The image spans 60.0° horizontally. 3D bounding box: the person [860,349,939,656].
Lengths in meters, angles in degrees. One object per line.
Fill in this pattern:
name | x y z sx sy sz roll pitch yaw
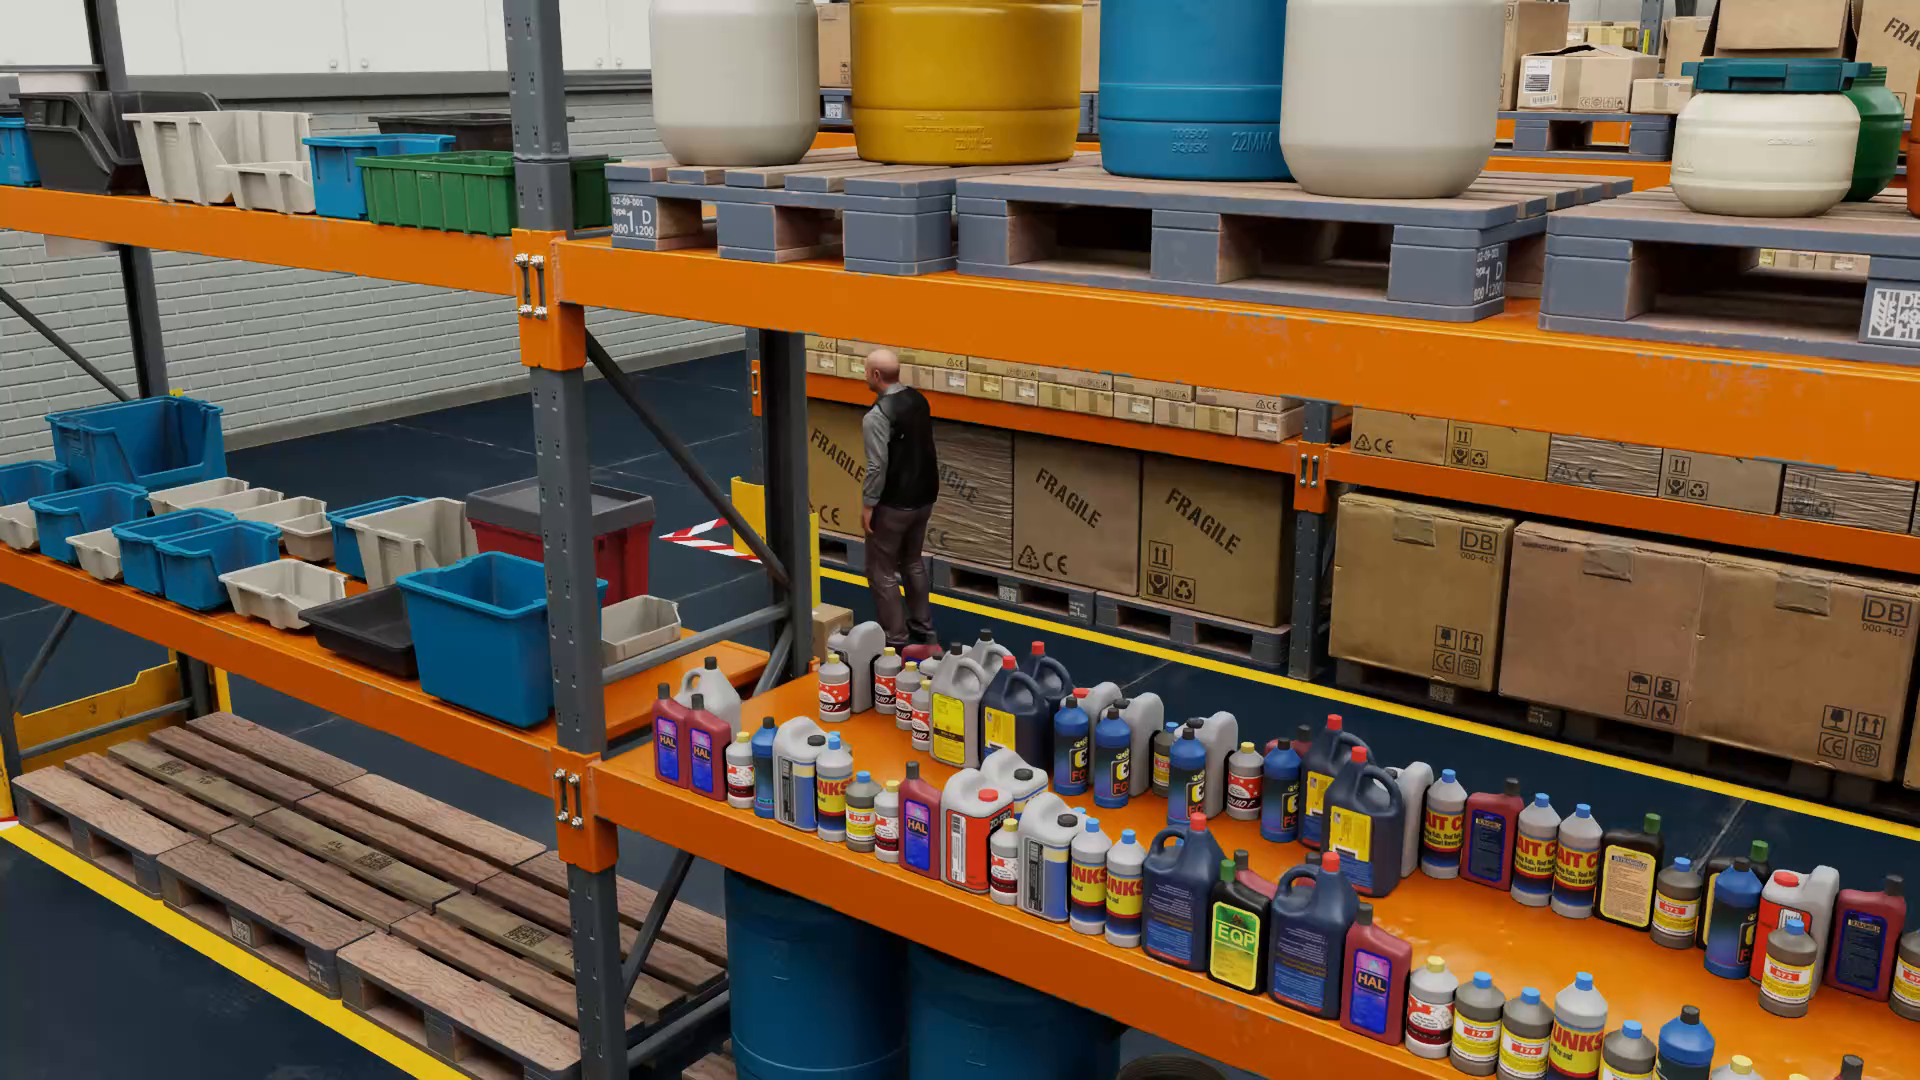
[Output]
person | -0.344 -0.212 9.301 0.419 1.720 0.585 11 19 32
